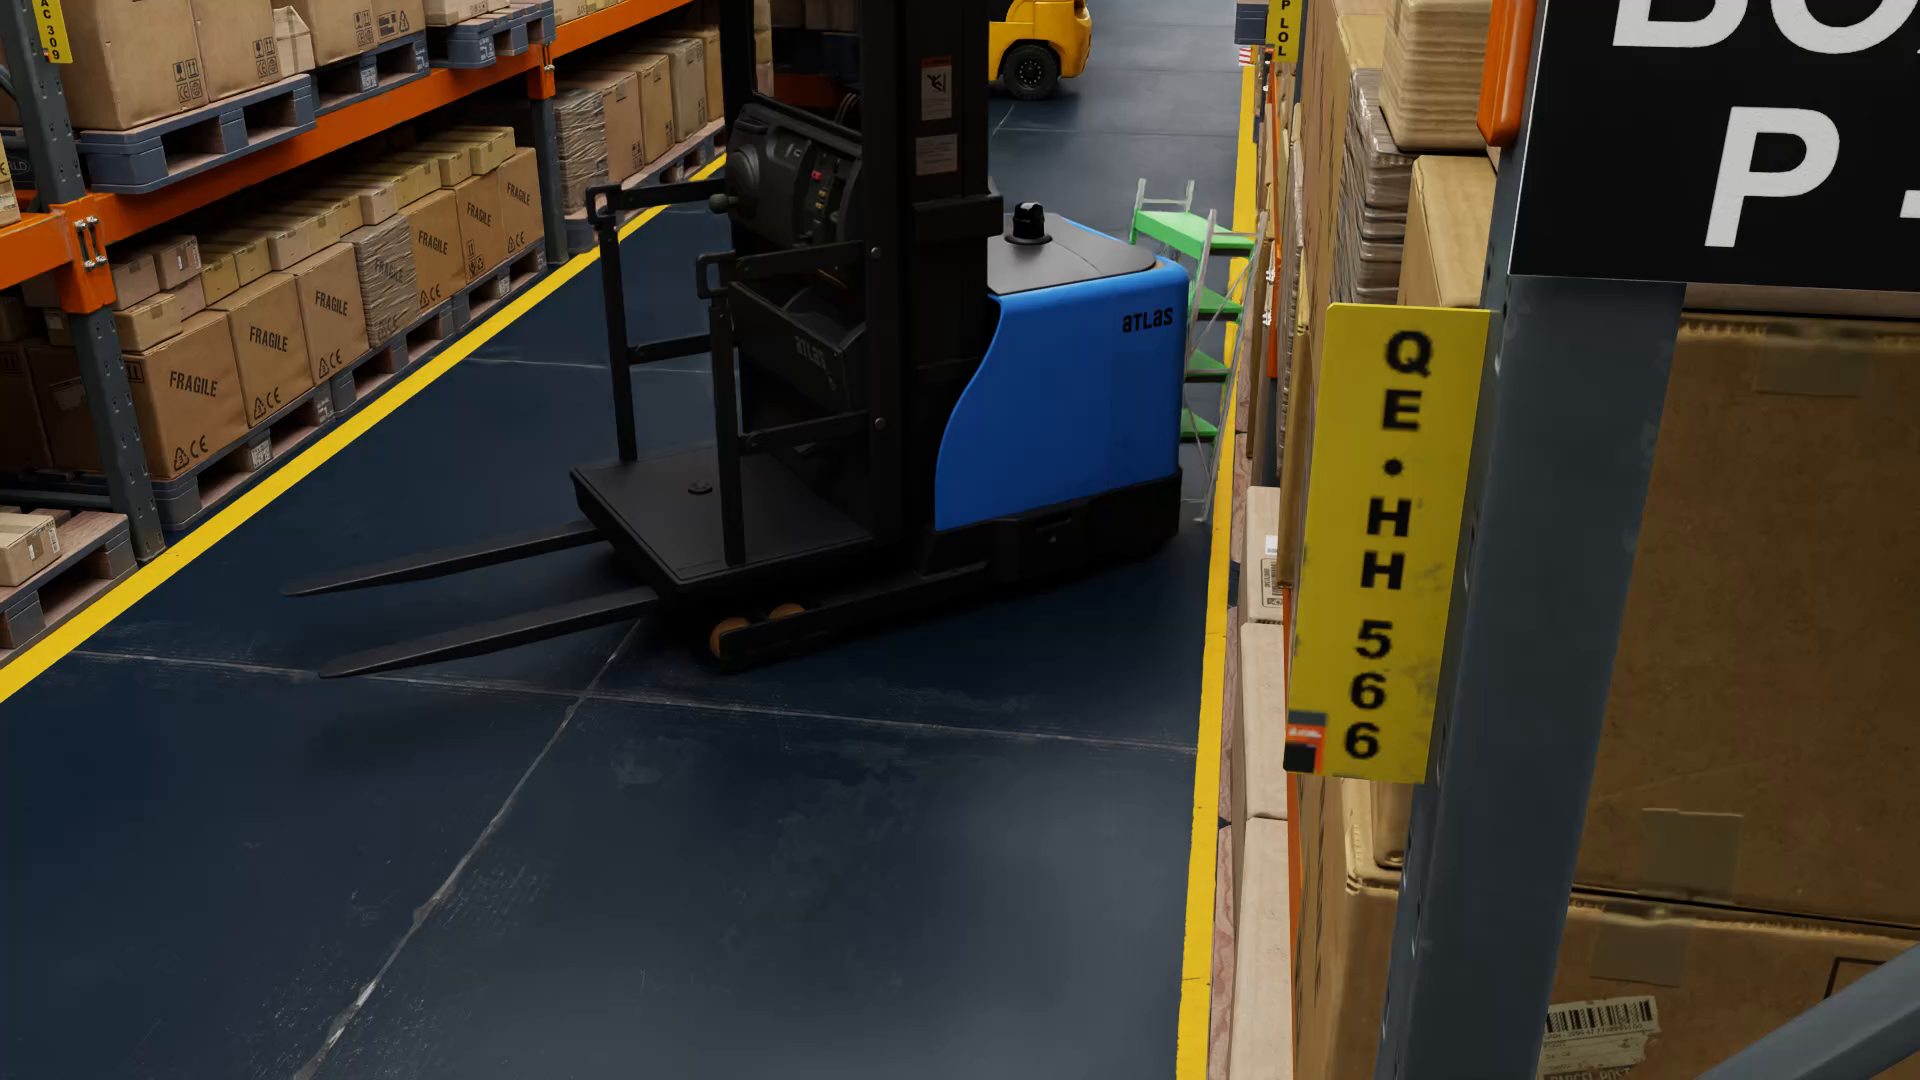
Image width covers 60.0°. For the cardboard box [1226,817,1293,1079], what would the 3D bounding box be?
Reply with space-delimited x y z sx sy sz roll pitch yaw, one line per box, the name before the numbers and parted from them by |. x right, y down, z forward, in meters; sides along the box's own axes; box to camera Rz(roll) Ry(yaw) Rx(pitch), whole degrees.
cardboard box | 0.950 0.990 3.123 0.875 0.438 0.875 5 25 10

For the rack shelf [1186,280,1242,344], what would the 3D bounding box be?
rack shelf | 0.834 -0.877 6.255 0.258 0.148 0.480 -4 26 -26

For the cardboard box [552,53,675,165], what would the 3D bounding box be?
cardboard box | -2.467 -2.932 11.281 0.875 0.625 0.625 3 25 6

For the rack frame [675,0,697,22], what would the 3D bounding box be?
rack frame | -2.137 -4.675 12.699 1.000 3.000 0.127 4 25 9

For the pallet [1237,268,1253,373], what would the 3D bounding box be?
pallet | 1.903 -1.072 8.291 1.003 0.211 1.213 4 25 9

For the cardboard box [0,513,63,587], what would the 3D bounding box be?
cardboard box | -3.246 0.025 5.525 0.380 0.149 0.250 3 25 7

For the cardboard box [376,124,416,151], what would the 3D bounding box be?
cardboard box | -3.184 -2.157 9.008 0.380 0.149 0.250 5 26 11

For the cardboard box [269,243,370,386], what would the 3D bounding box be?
cardboard box | -2.980 -1.006 7.313 0.500 0.500 0.500 3 25 7

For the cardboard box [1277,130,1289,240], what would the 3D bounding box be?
cardboard box | 1.278 -1.124 5.289 0.500 0.250 0.500 3 25 7

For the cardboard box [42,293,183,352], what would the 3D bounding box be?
cardboard box | -3.123 -0.812 6.135 0.380 0.149 0.250 5 26 11

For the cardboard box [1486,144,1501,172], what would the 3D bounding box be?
cardboard box | 0.678 -0.377 1.456 0.380 0.149 0.250 4 25 9

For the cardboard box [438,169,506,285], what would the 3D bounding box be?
cardboard box | -2.740 -1.660 8.711 0.500 0.500 0.500 4 25 8

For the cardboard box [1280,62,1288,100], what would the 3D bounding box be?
cardboard box | 1.438 -1.773 6.087 0.500 0.250 0.500 5 25 10

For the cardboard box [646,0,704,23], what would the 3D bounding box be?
cardboard box | -2.248 -4.292 13.449 0.500 0.250 0.500 5 25 10

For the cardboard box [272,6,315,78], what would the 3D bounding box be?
cardboard box | -2.839 -2.013 6.675 0.396 0.266 0.258 5 26 11

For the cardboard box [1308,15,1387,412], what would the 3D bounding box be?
cardboard box | 0.784 -0.457 2.391 0.500 0.500 0.500 4 25 8

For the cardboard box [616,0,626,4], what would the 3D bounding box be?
cardboard box | -2.313 -3.529 10.427 0.500 0.250 0.500 3 25 7

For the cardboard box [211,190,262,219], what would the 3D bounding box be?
cardboard box | -3.428 -1.503 7.610 0.380 0.149 0.250 3 25 6

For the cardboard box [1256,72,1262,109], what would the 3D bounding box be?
cardboard box | 2.592 -3.543 13.030 0.500 0.250 0.500 5 26 11

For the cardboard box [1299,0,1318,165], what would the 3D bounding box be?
cardboard box | 1.048 -1.092 3.746 0.500 0.500 0.500 4 25 8

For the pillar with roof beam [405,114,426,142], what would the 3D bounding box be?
pillar with roof beam | 0.780 -6.028 8.514 9.100 9.000 0.400 4 25 9

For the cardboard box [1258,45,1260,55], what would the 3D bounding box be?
cardboard box | 2.756 -4.309 13.782 0.500 0.500 0.500 5 26 11

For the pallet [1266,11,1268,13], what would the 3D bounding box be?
pallet | 2.390 -3.403 10.209 1.003 0.211 1.213 4 25 9

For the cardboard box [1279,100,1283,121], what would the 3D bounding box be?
cardboard box | 1.543 -1.763 6.655 0.500 0.250 0.500 4 25 9

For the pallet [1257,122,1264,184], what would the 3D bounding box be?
pallet | 2.635 -2.744 11.863 1.003 0.211 1.213 4 25 9

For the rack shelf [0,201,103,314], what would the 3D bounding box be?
rack shelf | -3.771 -0.167 3.916 1.077 0.370 4.000 4 25 9

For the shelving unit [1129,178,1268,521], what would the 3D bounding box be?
shelving unit | 0.812 -0.716 6.323 0.258 1.200 0.503 -4 26 -26

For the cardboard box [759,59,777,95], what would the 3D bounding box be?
cardboard box | -1.731 -3.799 13.576 0.500 0.250 0.500 4 25 9

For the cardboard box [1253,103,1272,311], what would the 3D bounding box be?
cardboard box | 1.912 -1.604 8.150 0.875 0.875 0.875 4 25 8

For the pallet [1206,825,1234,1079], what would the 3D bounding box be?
pallet | 1.054 1.101 3.650 1.003 0.211 1.213 4 25 9

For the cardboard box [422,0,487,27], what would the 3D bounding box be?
cardboard box | -2.644 -2.661 8.077 0.500 0.250 0.500 3 25 6

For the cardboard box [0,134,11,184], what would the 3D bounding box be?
cardboard box | -3.287 -1.166 5.029 0.500 0.250 0.500 5 25 10

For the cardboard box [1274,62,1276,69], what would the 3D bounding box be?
cardboard box | 1.779 -2.404 8.025 0.500 0.250 0.500 4 25 8

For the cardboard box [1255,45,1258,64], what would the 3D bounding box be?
cardboard box | 2.919 -4.419 14.901 0.500 0.250 0.500 5 26 10

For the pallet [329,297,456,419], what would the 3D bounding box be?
pallet | -3.152 -0.921 7.968 1.003 0.211 1.213 4 25 9

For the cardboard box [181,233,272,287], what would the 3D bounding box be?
cardboard box | -3.092 -1.157 6.872 0.380 0.149 0.250 4 25 8

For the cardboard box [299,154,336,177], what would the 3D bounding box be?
cardboard box | -3.351 -1.831 8.312 0.380 0.149 0.250 3 25 6

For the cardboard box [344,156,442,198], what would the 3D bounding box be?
cardboard box | -2.810 -1.799 8.243 0.380 0.149 0.250 5 26 10

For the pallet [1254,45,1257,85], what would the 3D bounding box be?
pallet | 3.234 -4.373 15.344 1.003 0.211 1.213 4 25 9

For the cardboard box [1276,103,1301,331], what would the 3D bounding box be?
cardboard box | 1.118 -0.854 4.418 0.500 0.500 0.500 5 26 10

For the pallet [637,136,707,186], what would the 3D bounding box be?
pallet | -2.416 -2.589 11.533 1.003 0.211 1.213 4 25 9

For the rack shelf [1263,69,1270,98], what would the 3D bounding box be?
rack shelf | 2.434 -3.170 10.333 1.077 0.370 4.000 4 25 9

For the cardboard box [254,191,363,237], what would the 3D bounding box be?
cardboard box | -2.957 -1.478 7.557 0.380 0.149 0.250 4 25 9

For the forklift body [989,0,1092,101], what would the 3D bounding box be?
forklift body | 0.006 -5.044 14.489 2.313 2.155 1.214 4 25 9

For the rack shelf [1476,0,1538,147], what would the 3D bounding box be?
rack shelf | 1.126 -1.183 2.549 1.077 0.370 4.000 4 25 9

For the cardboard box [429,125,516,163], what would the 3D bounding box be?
cardboard box | -2.622 -2.130 8.950 0.380 0.149 0.250 3 25 6

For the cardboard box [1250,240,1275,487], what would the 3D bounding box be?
cardboard box | 1.475 -0.479 5.747 0.875 0.875 0.875 5 26 10

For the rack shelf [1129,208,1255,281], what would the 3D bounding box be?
rack shelf | 0.864 -1.096 6.161 0.258 0.148 0.480 -4 26 -26

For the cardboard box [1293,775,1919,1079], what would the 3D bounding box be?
cardboard box | 0.617 0.421 1.694 0.500 0.500 0.500 4 25 9

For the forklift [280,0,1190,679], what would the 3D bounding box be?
forklift | -0.724 -1.165 5.282 3.031 2.935 1.130 -14 28 -27

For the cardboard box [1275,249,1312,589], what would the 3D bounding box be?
cardboard box | 0.860 -0.221 3.065 0.500 0.500 0.500 5 26 10

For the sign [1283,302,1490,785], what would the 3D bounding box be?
sign | 0.266 0.011 1.043 0.100 0.325 0.005 4 25 9
